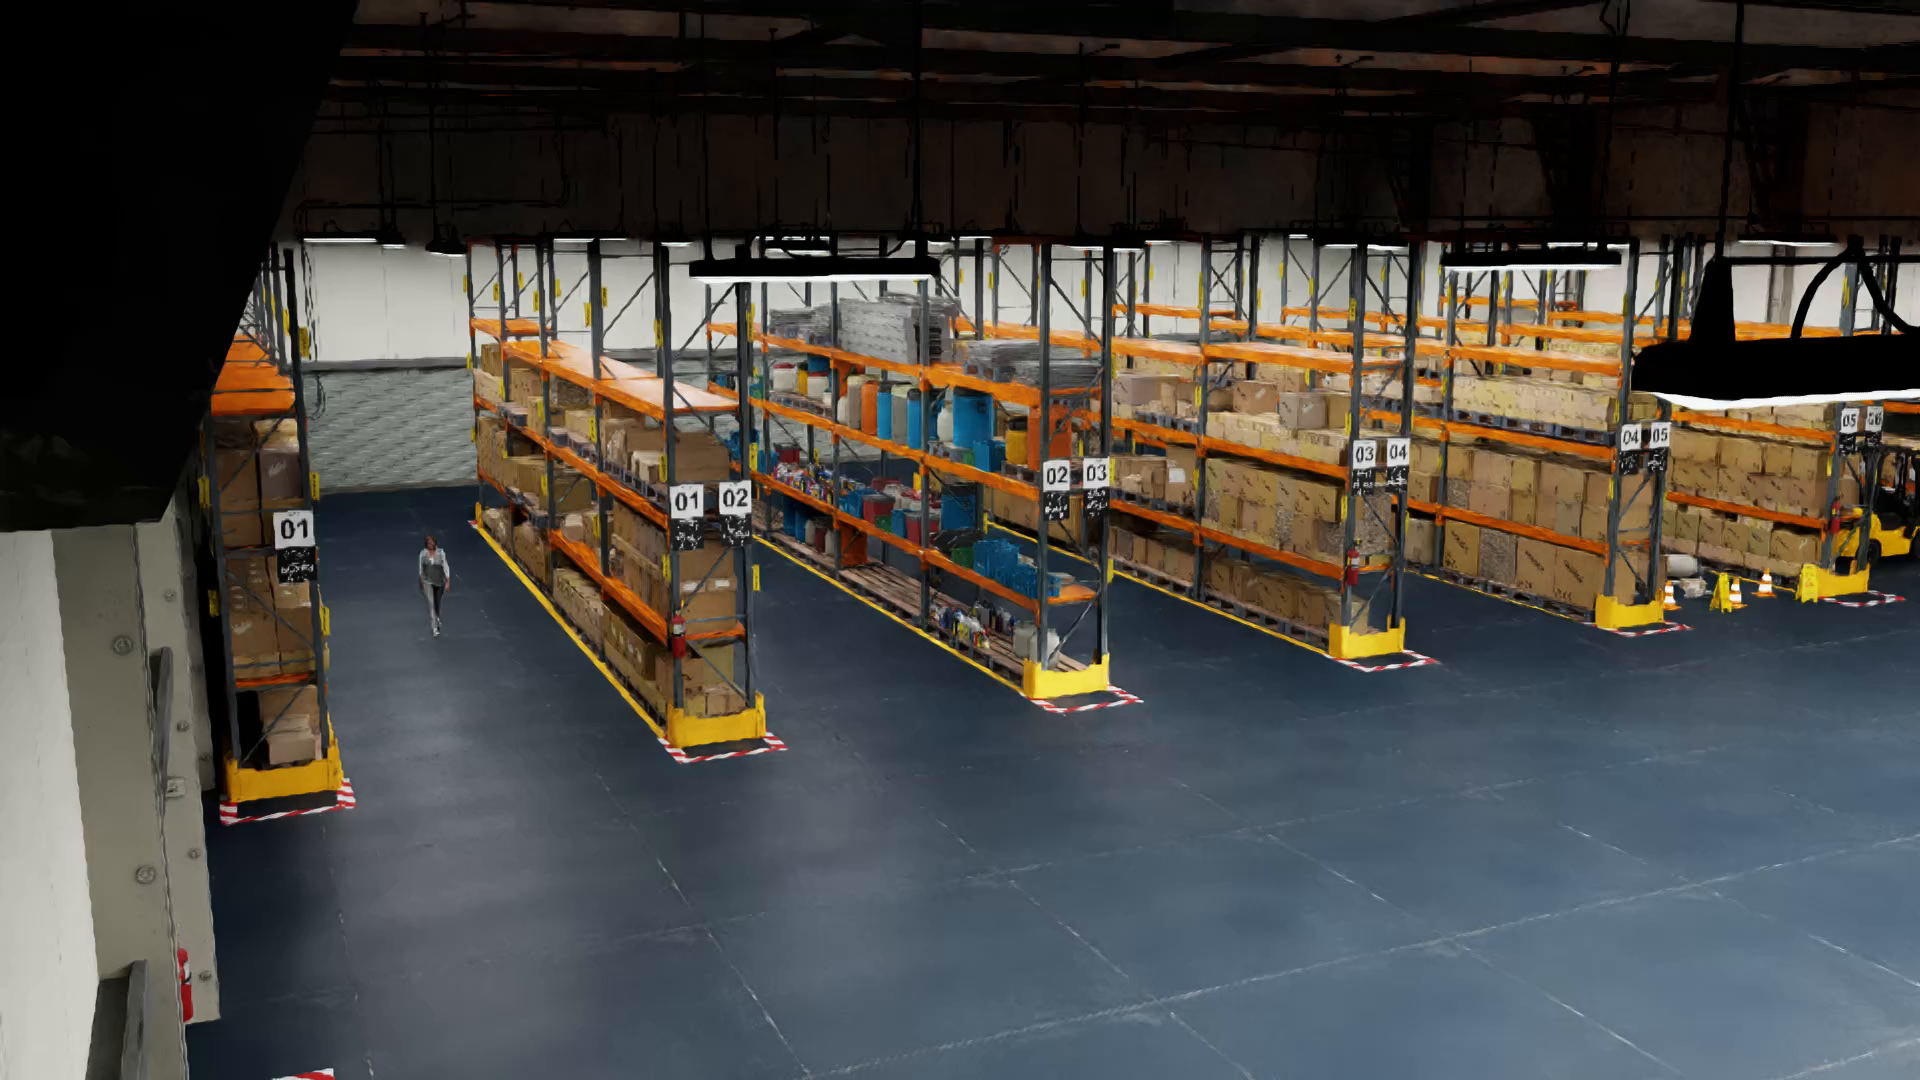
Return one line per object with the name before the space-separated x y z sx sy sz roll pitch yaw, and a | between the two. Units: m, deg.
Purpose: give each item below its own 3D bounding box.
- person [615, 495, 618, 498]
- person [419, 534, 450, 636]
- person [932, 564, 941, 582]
person | -6.491 -0.680 32.370 0.448 1.590 1.110 -4 12 -21
person | -8.107 0.652 25.678 0.432 1.539 0.948 -5 12 -25
person | -0.173 -0.031 28.740 0.583 1.669 1.123 -5 12 -25
